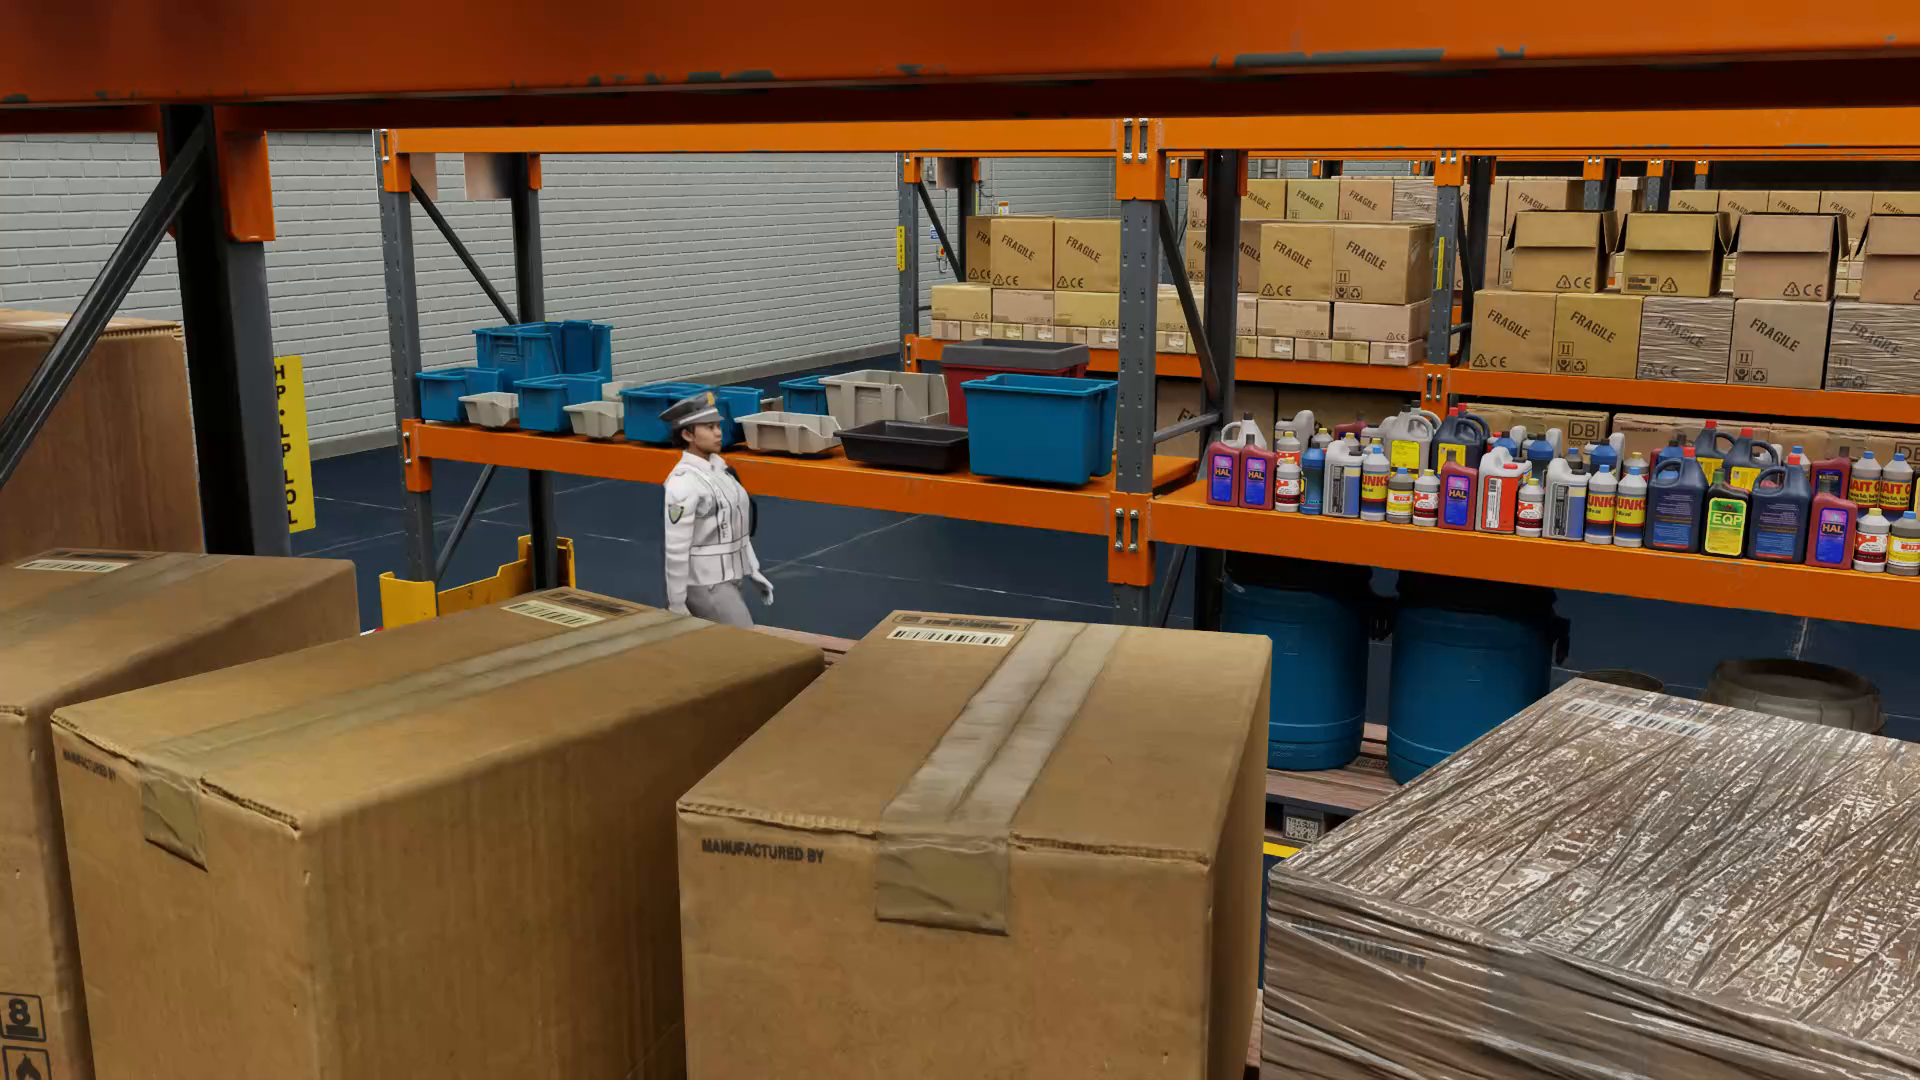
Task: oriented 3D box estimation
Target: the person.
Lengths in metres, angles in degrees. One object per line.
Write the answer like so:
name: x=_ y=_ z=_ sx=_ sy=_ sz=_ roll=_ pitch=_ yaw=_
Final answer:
person: x=-1.062 y=0.176 z=7.111 sx=0.911 sy=1.649 sz=0.481 roll=2 pitch=13 yaw=9
